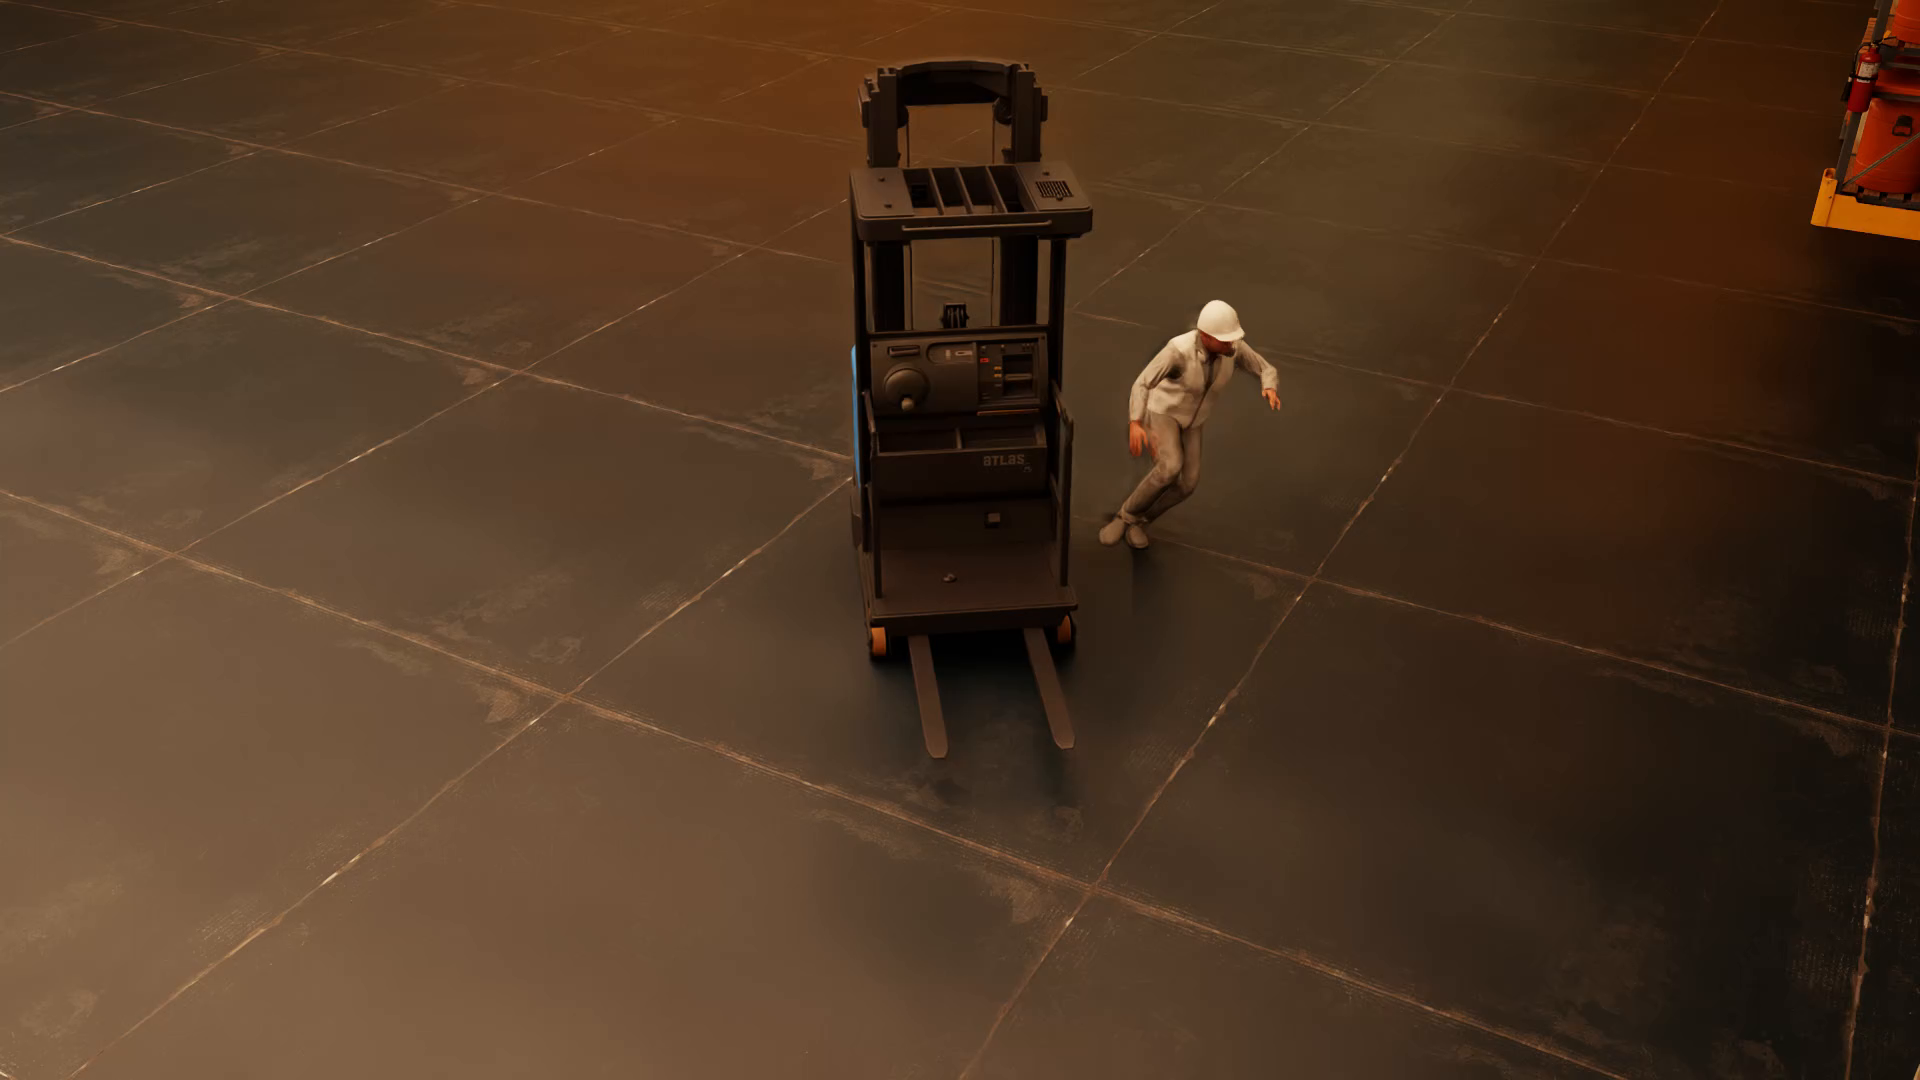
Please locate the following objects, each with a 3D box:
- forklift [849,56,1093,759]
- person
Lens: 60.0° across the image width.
[{"bbox_3d":[0.026,-0.824,8.499,1.130,2.935,3.031,-3,30,-6],"label":"forklift"},{"bbox_3d":[1.305,-0.633,9.567,1.053,1.536,0.903,-18,34,-28],"label":"person"}]
